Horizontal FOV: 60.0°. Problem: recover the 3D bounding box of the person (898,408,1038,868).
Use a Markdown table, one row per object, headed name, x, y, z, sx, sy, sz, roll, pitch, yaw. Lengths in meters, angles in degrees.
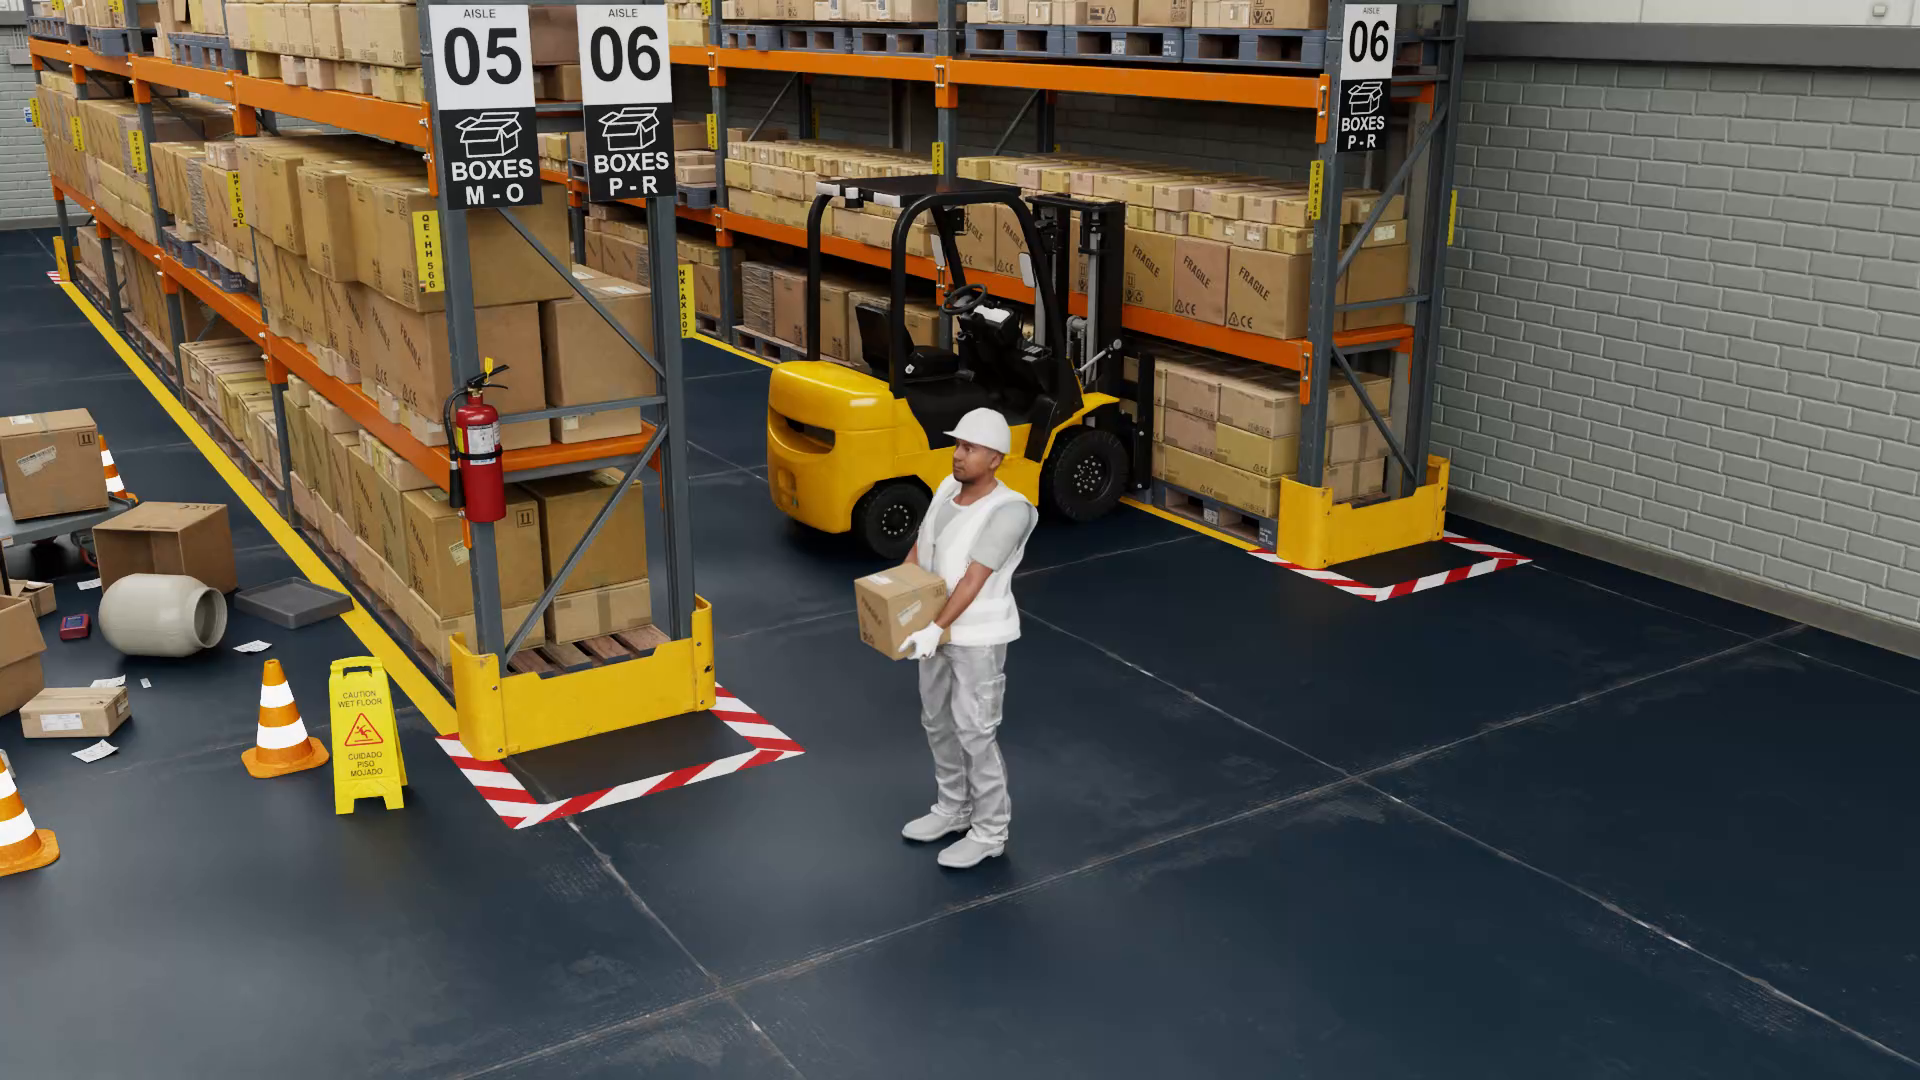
| name | x | y | z | sx | sy | sz | roll | pitch | yaw |
| --- | --- | --- | --- | --- | --- | --- | --- | --- | --- |
| person | -0.053 | 0.386 | 6.333 | 0.573 | 1.780 | 0.490 | -11 | 21 | -31 |
